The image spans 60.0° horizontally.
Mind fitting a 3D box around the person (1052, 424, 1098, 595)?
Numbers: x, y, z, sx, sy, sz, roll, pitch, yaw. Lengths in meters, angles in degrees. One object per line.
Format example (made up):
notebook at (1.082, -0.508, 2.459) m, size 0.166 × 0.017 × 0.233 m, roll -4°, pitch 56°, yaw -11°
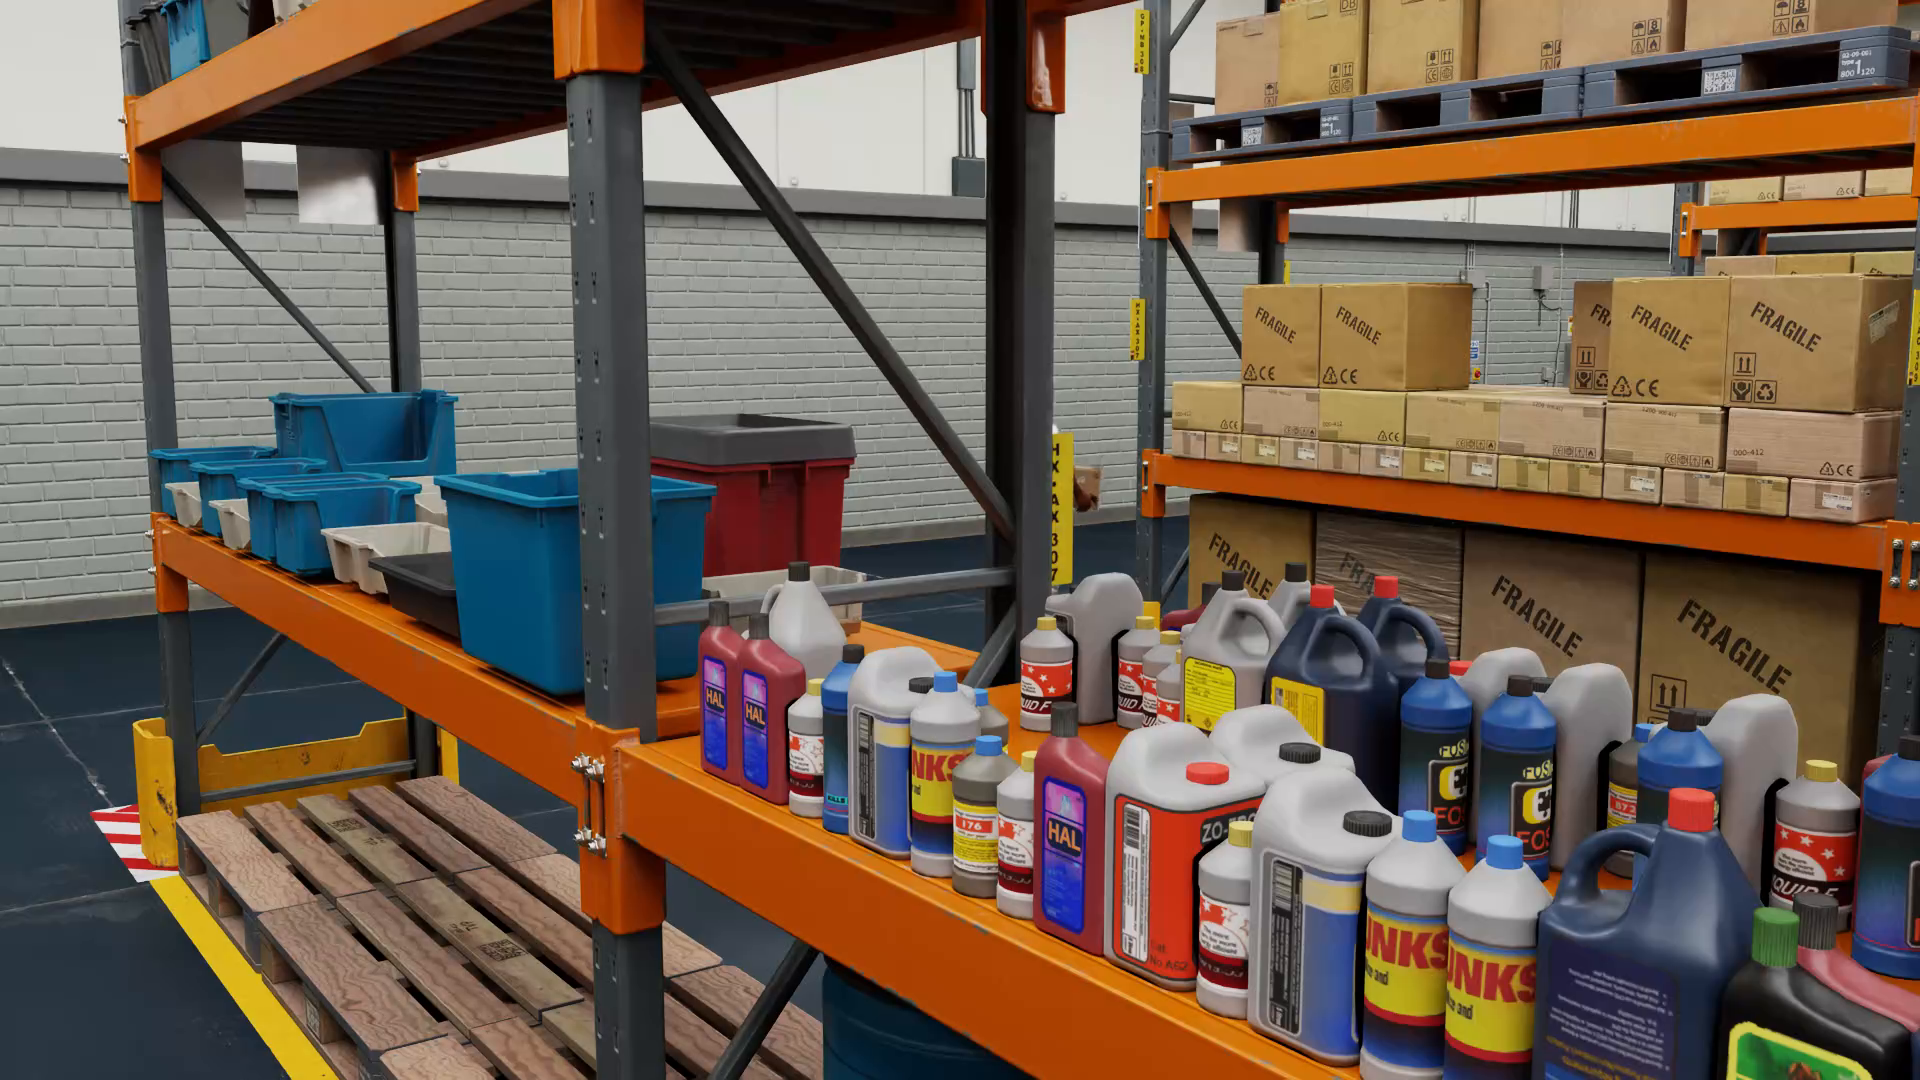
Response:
person at (0.521, -0.188, 10.093) m, size 0.567 × 1.769 × 0.528 m, roll -5°, pitch 9°, yaw -30°
